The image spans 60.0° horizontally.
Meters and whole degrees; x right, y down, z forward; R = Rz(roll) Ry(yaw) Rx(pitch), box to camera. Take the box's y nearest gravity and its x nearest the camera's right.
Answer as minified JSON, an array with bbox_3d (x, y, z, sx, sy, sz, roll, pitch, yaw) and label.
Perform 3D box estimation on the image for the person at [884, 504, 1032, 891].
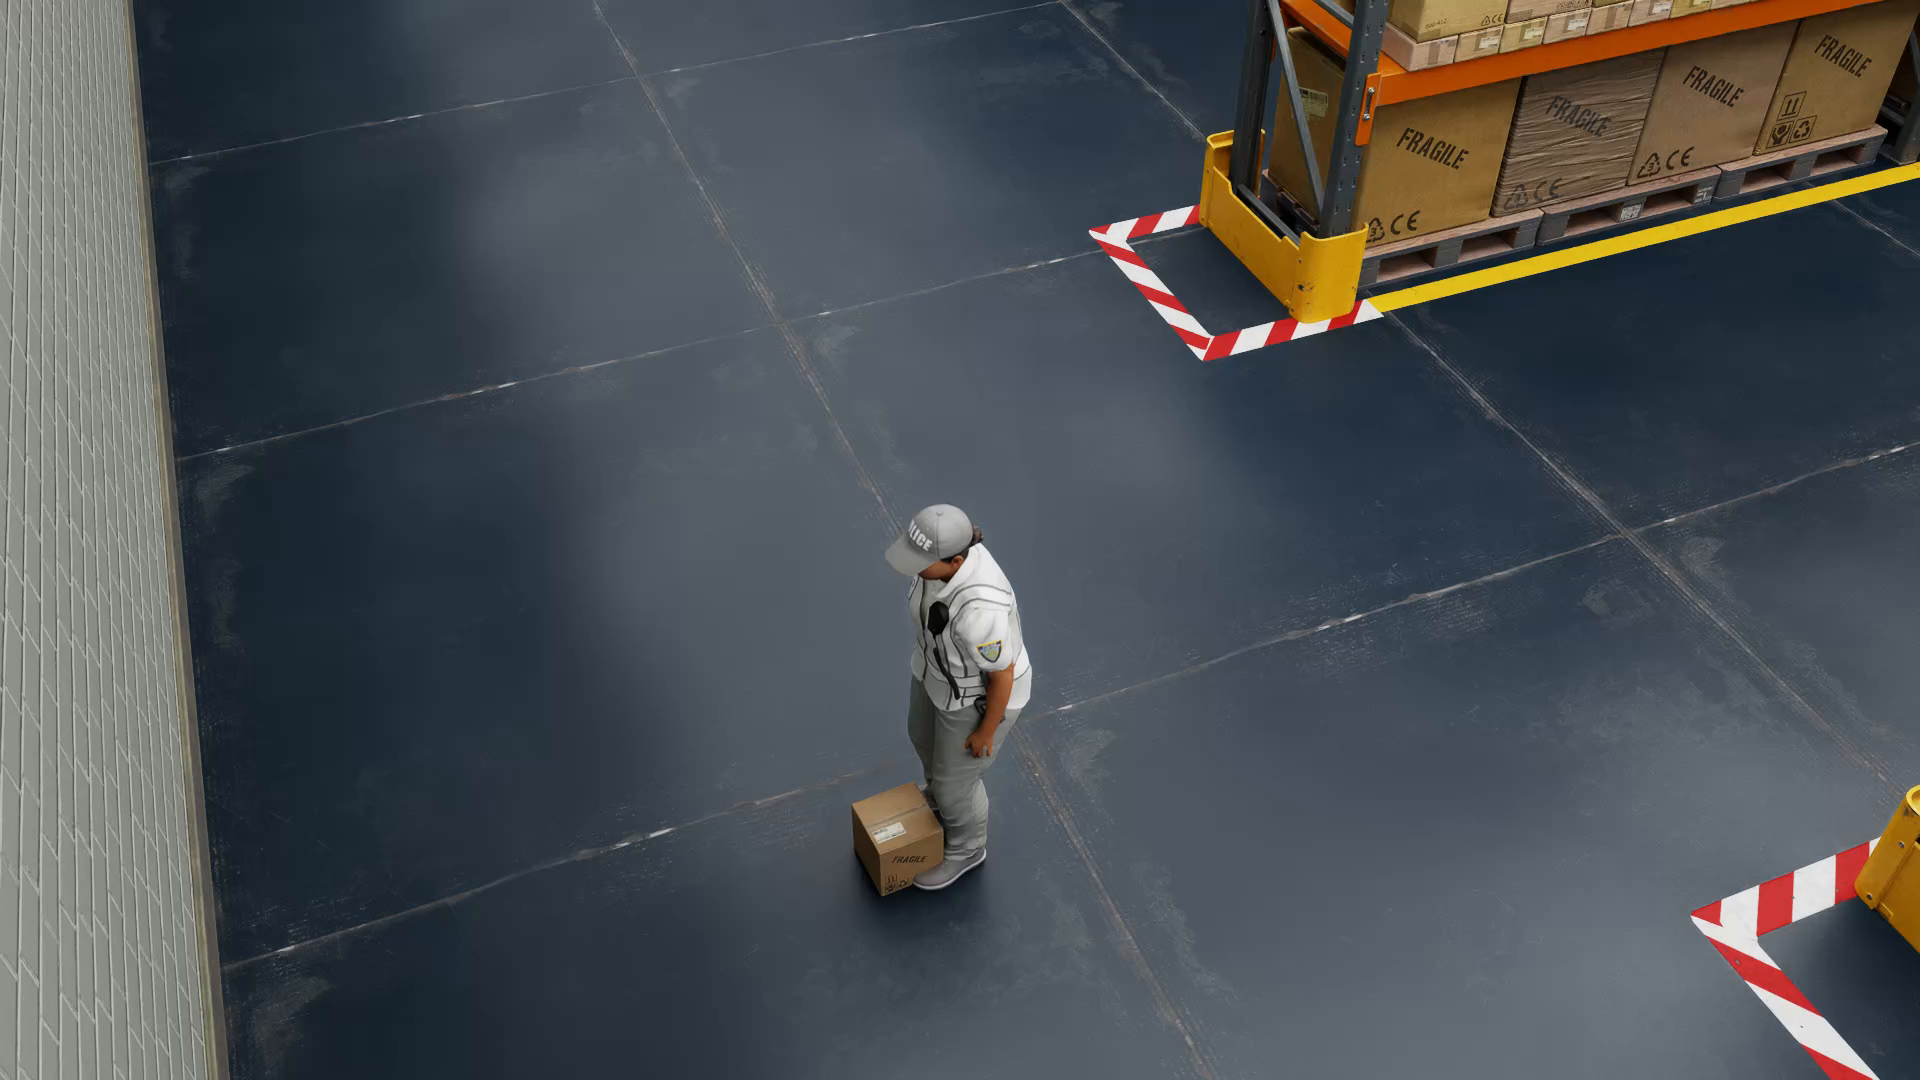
[{"bbox_3d":[-0.026,0.494,5.608,0.469,1.664,0.547,-17,45,-18],"label":"person"}]
